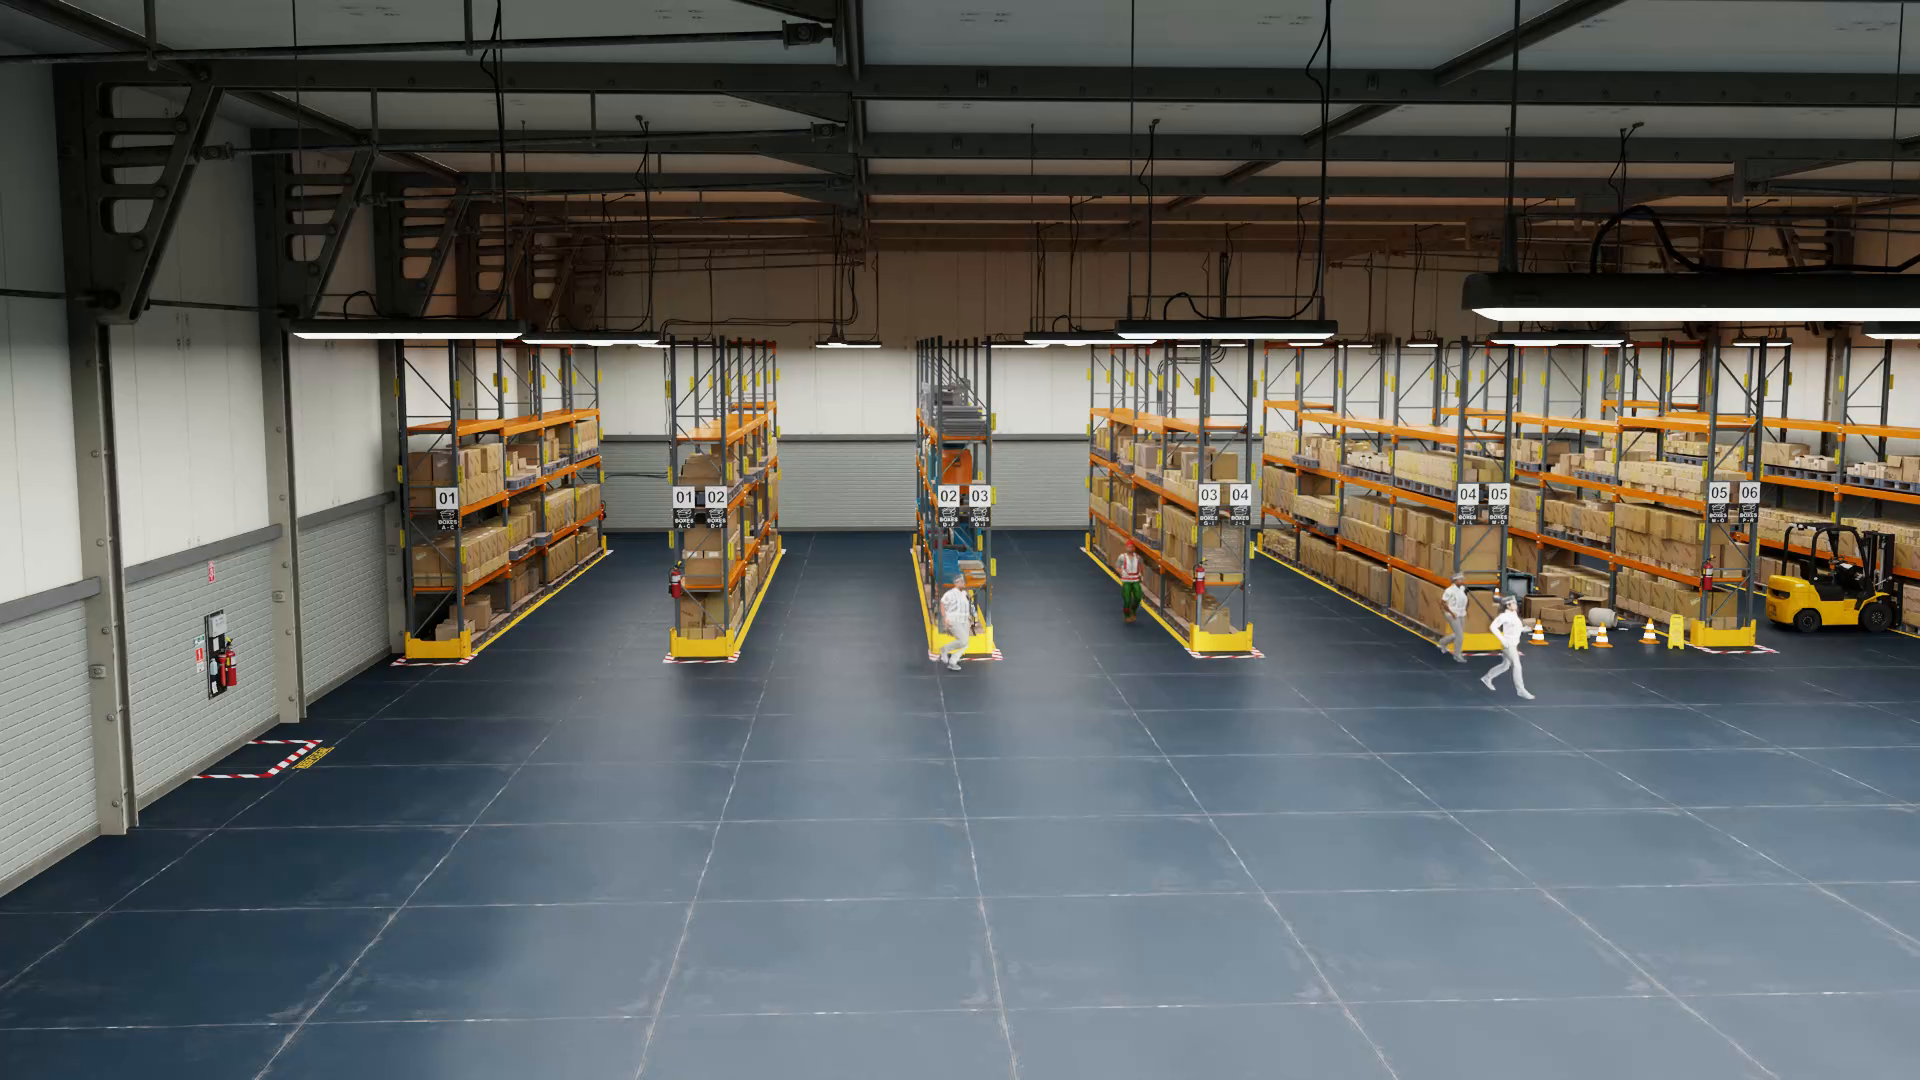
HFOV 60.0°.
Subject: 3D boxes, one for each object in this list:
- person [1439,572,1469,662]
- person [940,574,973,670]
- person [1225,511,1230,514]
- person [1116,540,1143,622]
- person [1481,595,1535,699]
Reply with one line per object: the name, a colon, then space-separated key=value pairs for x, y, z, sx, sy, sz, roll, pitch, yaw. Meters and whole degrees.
person: x=9.164 y=1.404 z=30.902 sx=0.574 sy=1.670 sz=0.693 roll=-4 pitch=8 yaw=-33
person: x=-0.013 y=1.467 z=30.063 sx=0.549 sy=1.704 sz=0.724 roll=4 pitch=8 yaw=33
person: x=7.458 y=-0.301 z=45.773 sx=0.661 sy=1.710 sz=0.673 roll=1 pitch=7 yaw=5
person: x=3.597 y=0.879 z=34.890 sx=0.632 sy=1.743 sz=0.612 roll=-1 pitch=7 yaw=-7
person: x=9.090 y=1.741 z=27.501 sx=0.918 sy=1.686 sz=0.610 roll=5 pitch=8 yaw=35
